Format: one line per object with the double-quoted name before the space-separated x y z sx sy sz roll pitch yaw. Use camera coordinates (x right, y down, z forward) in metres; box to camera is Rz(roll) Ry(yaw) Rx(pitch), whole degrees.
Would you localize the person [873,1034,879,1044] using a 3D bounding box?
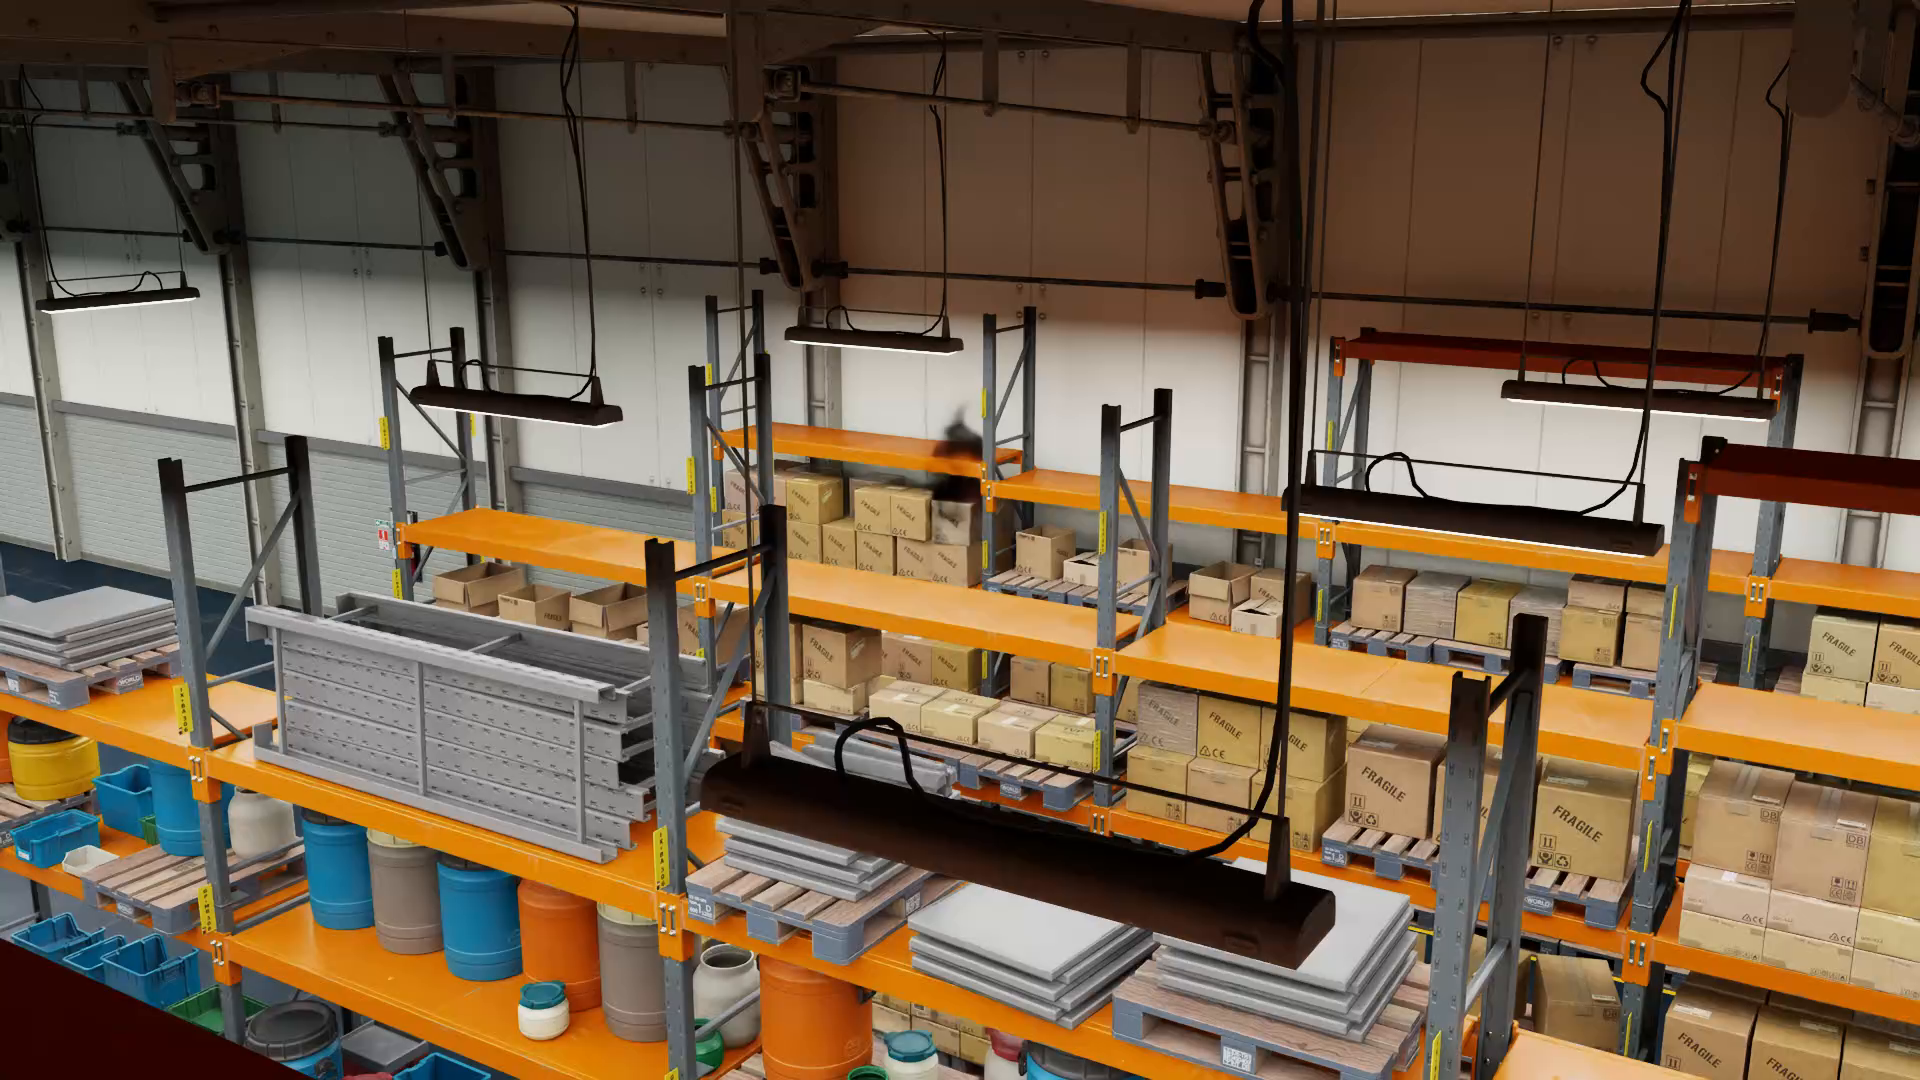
"person" -0.725 4.345 12.101 0.807 1.742 0.587 5 15 19
